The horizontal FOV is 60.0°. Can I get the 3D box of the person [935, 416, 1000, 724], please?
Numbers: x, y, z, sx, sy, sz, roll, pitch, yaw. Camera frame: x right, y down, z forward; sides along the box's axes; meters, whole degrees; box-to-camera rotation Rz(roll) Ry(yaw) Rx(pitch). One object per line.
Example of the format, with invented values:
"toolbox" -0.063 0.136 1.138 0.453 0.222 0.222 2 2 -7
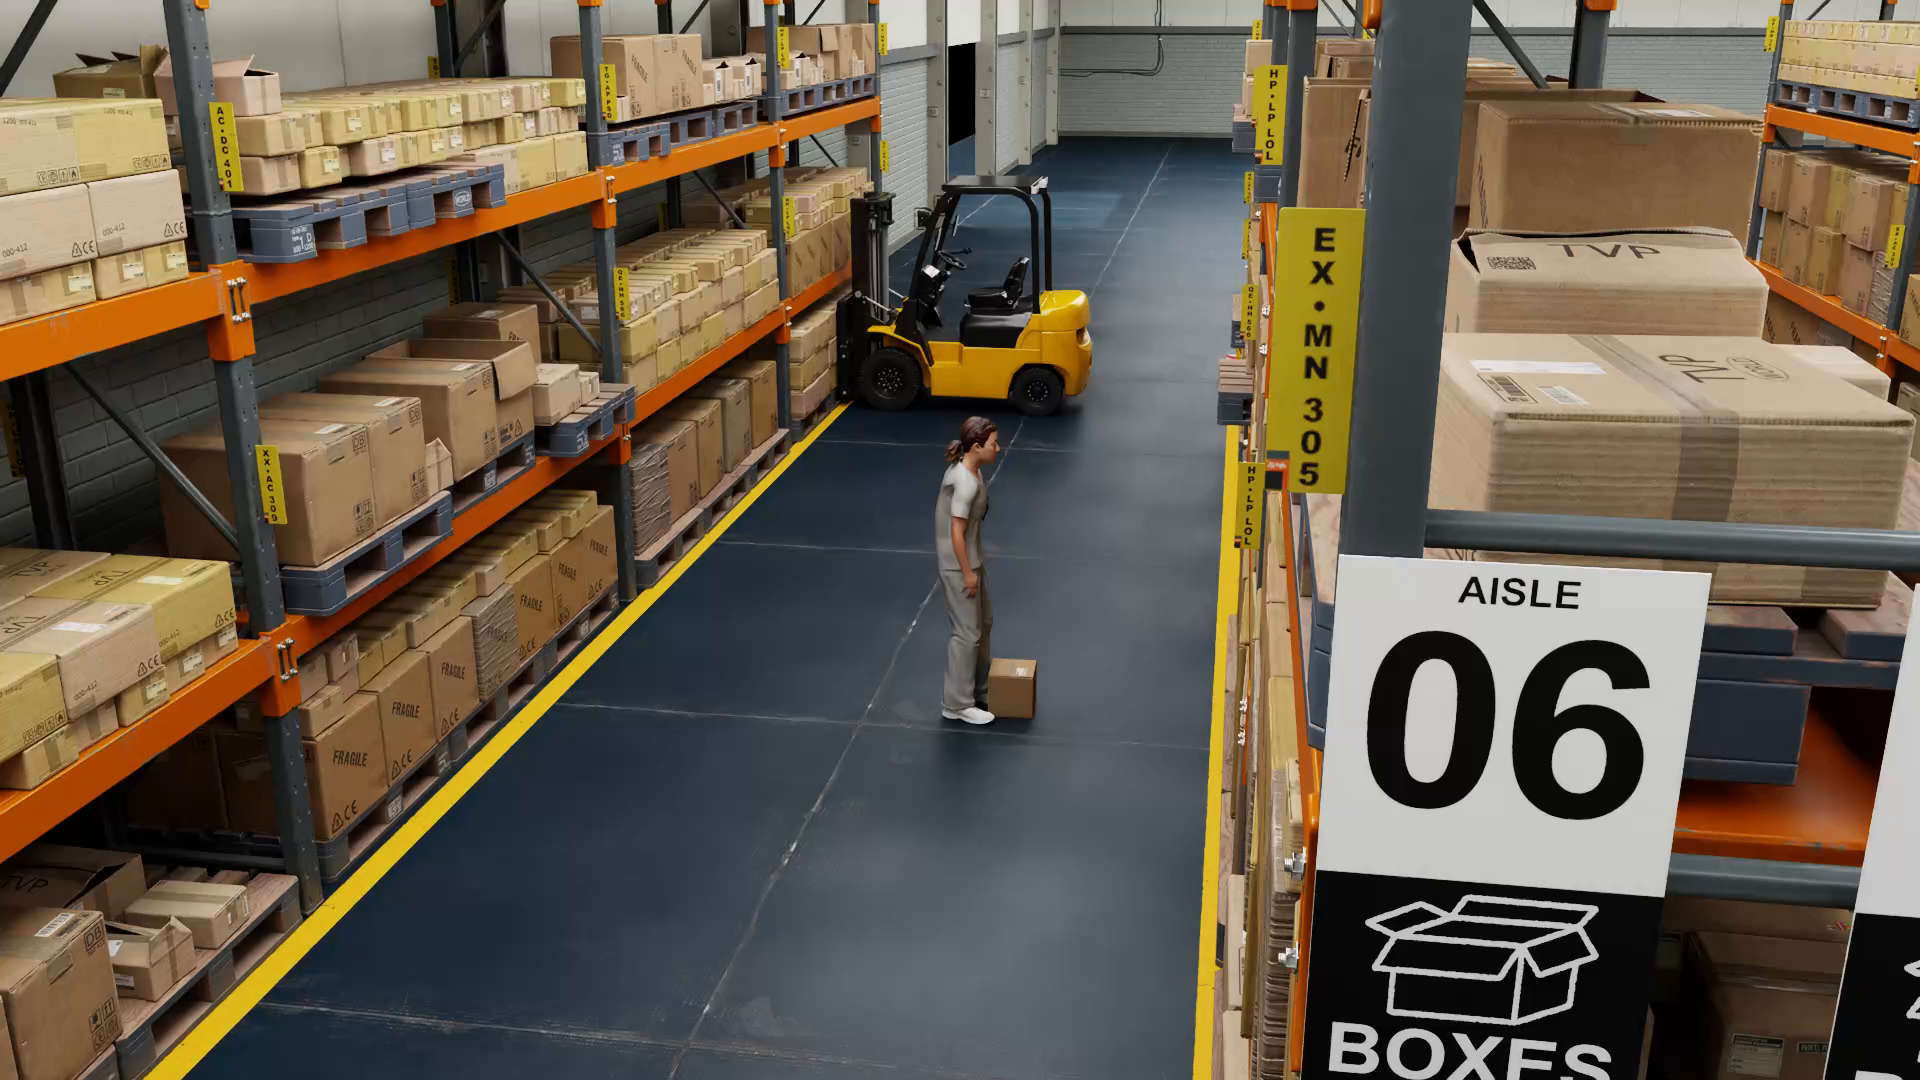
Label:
"person" 0.073 0.145 9.110 0.417 1.671 0.511 2 18 5
